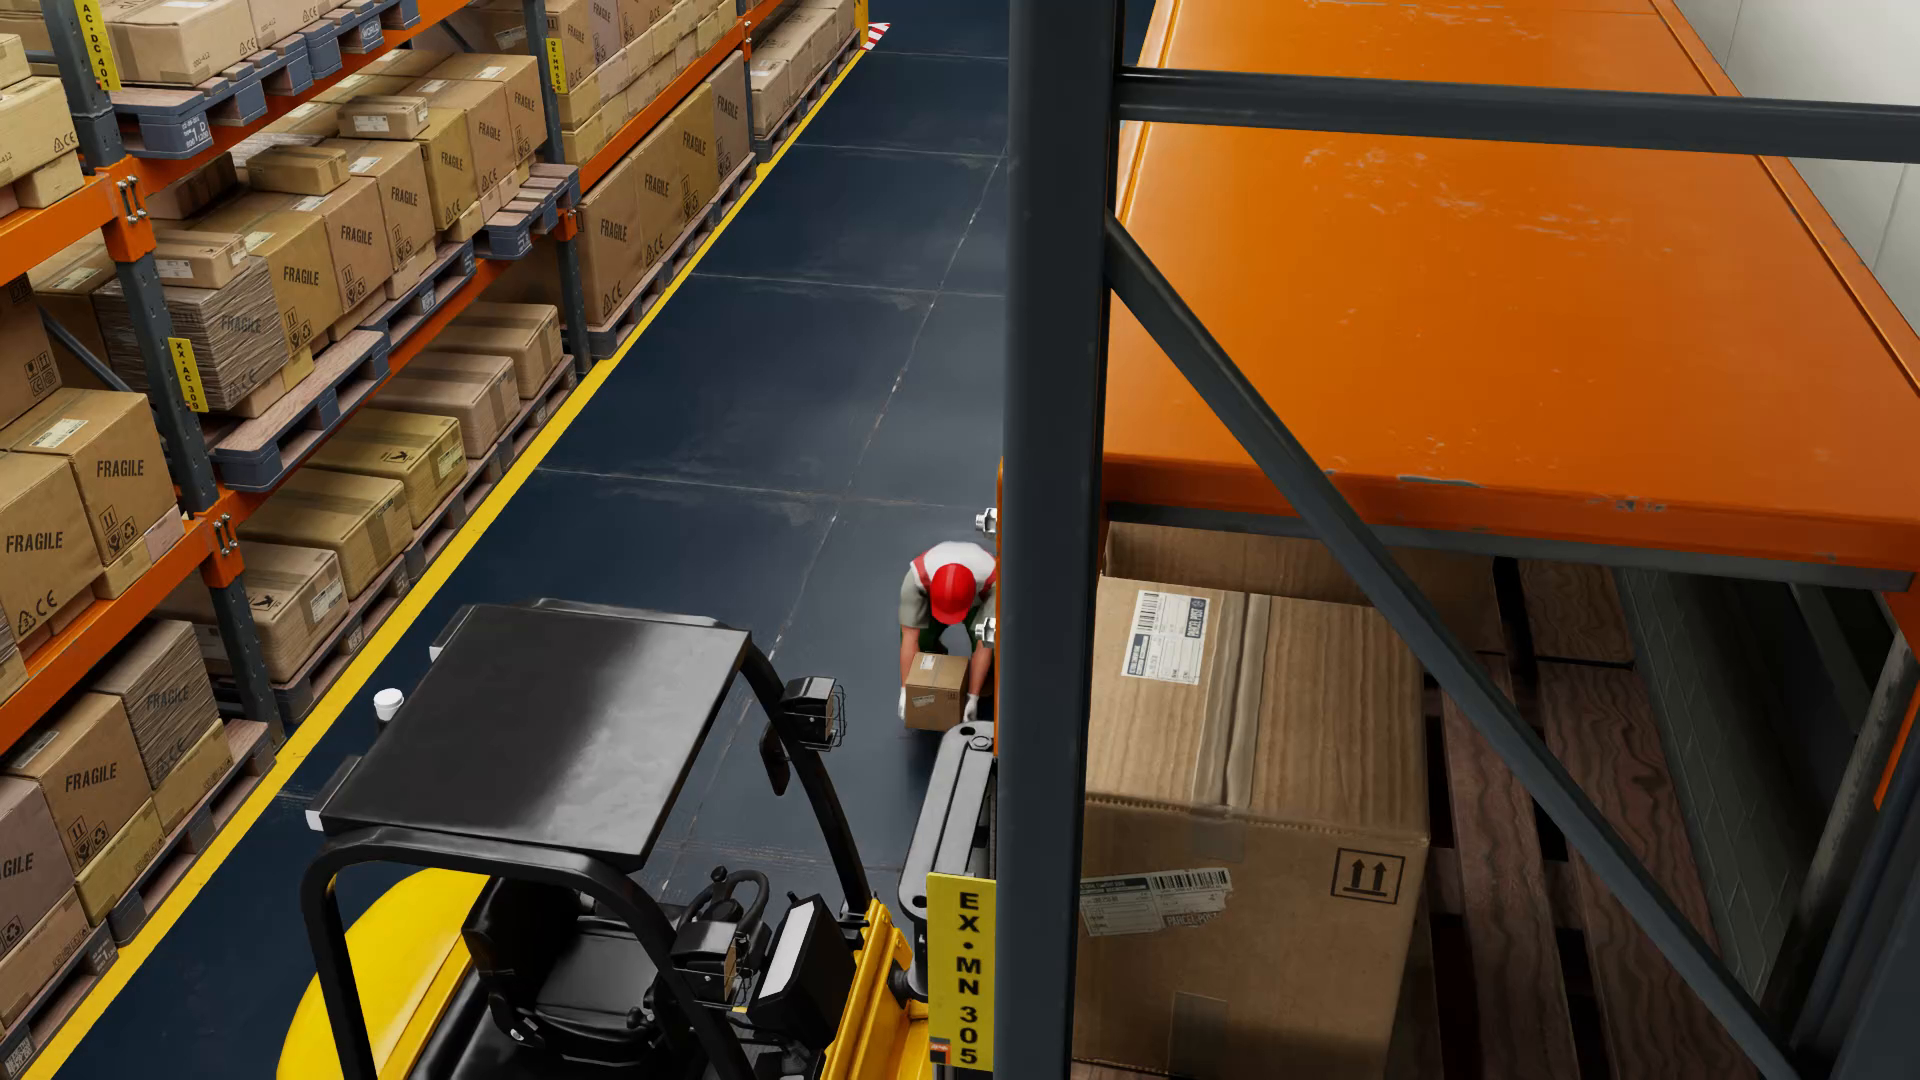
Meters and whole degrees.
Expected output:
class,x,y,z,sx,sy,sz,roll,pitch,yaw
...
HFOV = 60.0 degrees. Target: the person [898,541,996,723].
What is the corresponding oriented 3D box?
class,x,y,z,sx,sy,sz,roll,pitch,yaw
person,-0.024,0.376,7.797,0.534,0.966,0.963,5,32,7
